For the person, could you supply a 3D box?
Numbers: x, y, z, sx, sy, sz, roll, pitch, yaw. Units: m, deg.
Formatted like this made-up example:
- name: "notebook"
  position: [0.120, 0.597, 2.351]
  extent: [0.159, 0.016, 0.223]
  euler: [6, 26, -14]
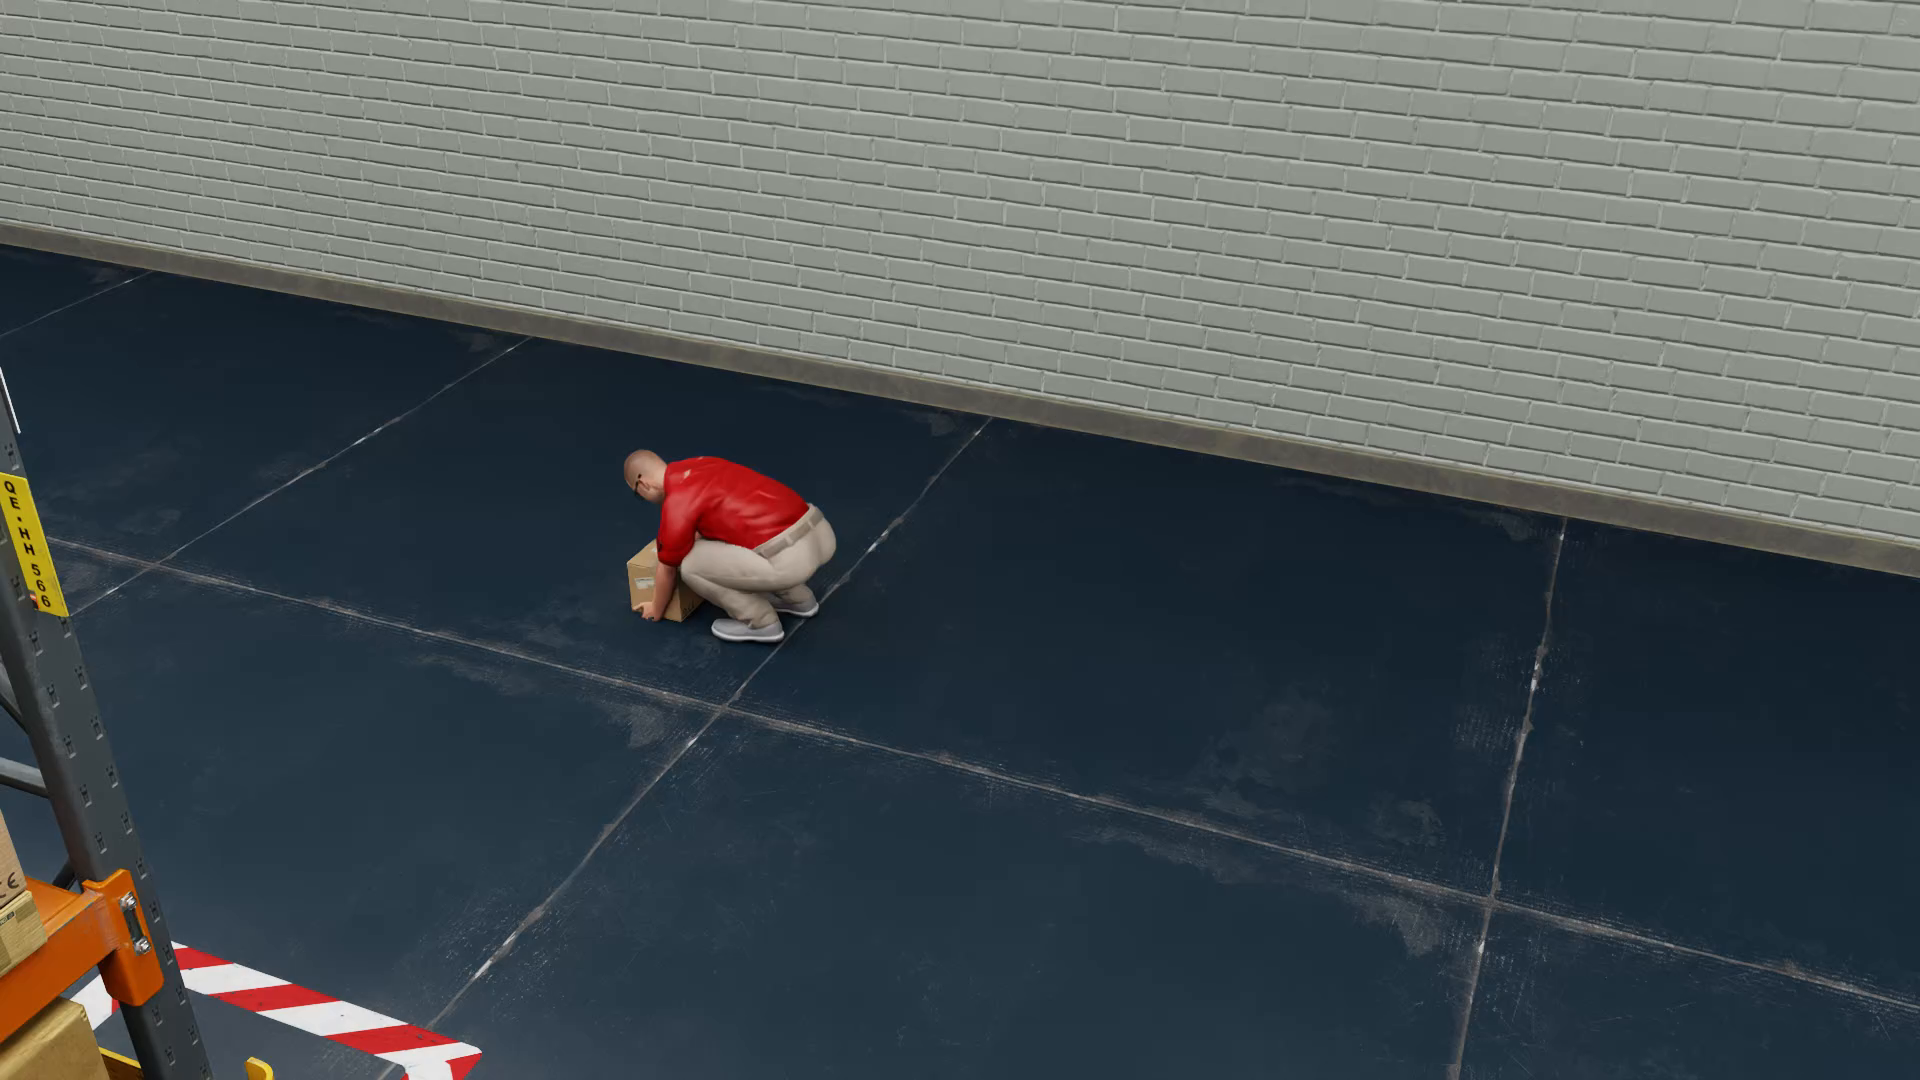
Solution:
- name: "person"
  position: [-0.985, 0.040, 7.131]
  extent: [0.894, 0.860, 0.537]
  euler: [11, 31, 19]
